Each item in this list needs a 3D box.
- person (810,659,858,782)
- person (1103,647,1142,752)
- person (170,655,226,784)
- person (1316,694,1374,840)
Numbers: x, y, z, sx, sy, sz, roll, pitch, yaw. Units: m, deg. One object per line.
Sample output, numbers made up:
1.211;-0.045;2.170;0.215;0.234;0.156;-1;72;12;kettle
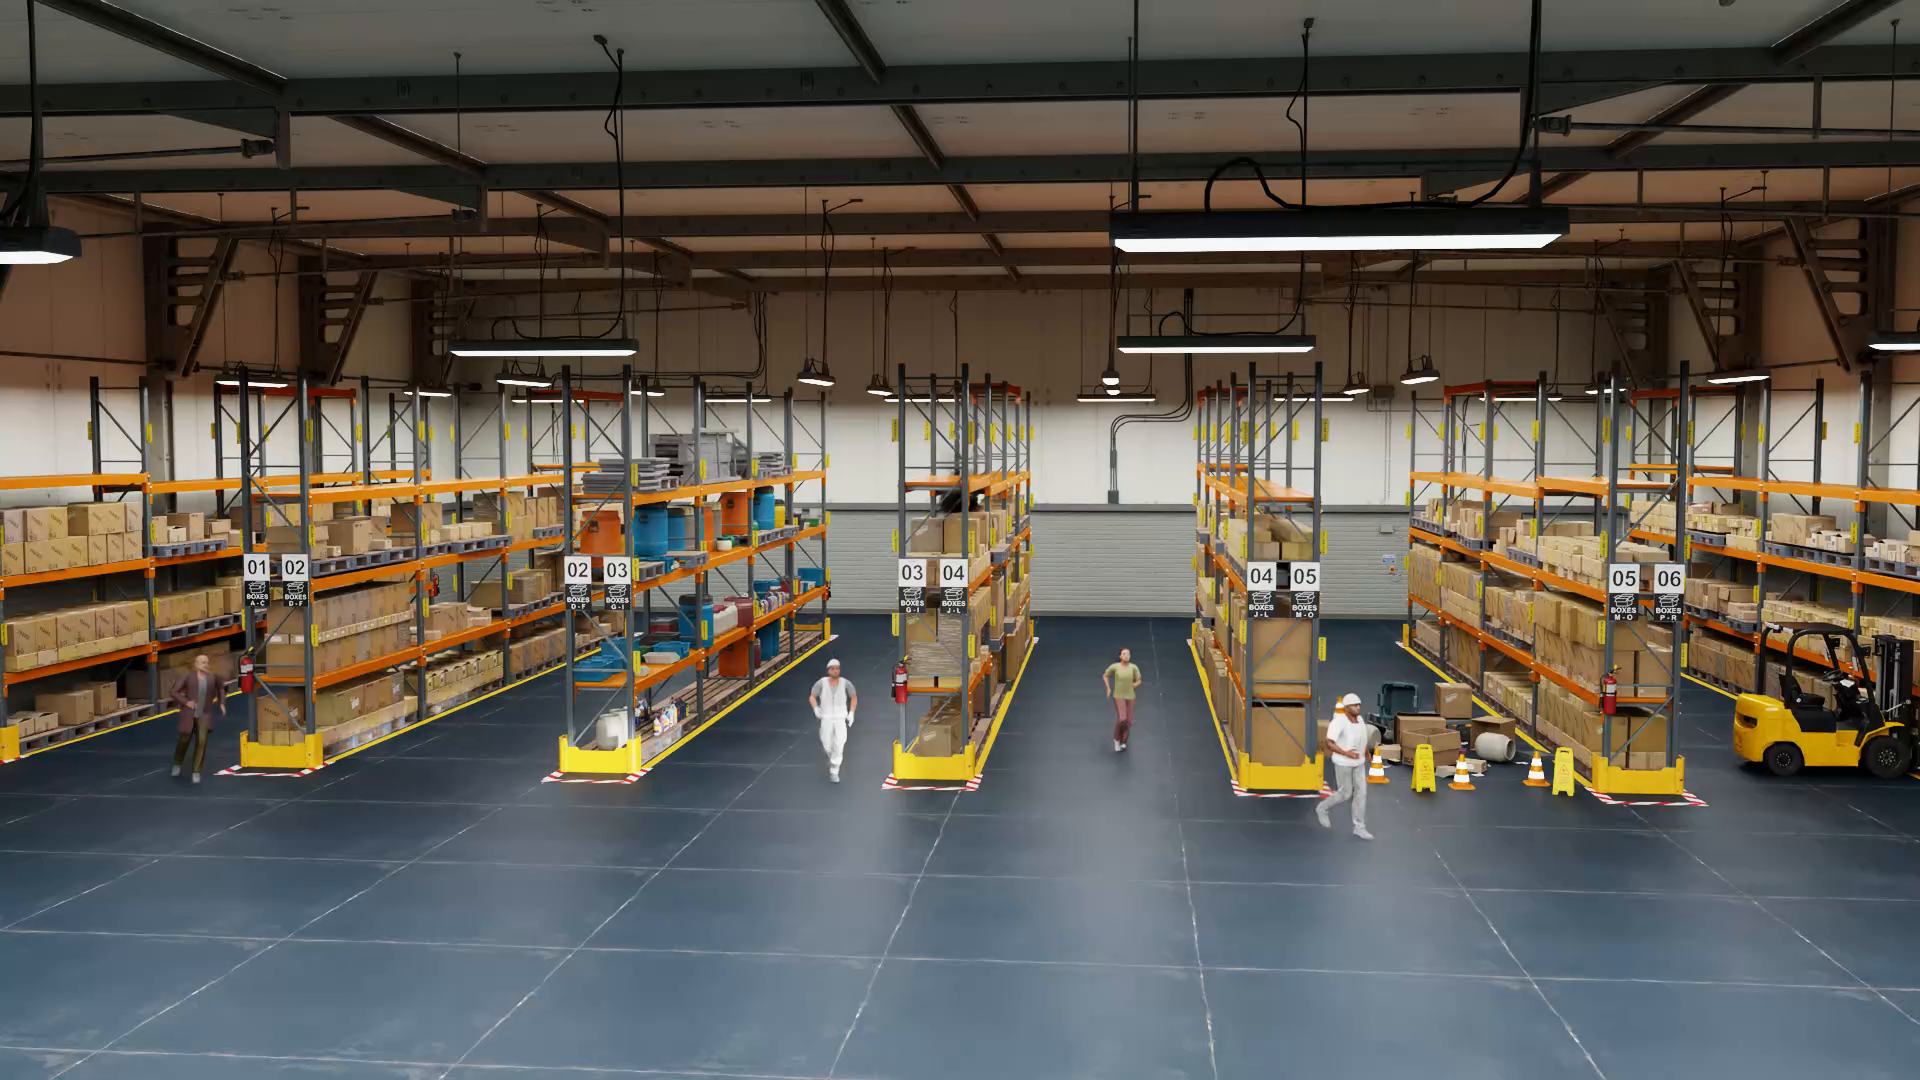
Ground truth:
-1.830;2.594;24.075;0.694;1.751;0.523;0;4;-3;person
2.570;2.497;26.025;0.550;1.629;0.634;-1;4;-11;person
-11.014;2.562;24.087;0.770;1.795;0.932;-3;4;-35;person
4.834;2.792;20.732;0.726;1.774;0.842;-2;4;-34;person
